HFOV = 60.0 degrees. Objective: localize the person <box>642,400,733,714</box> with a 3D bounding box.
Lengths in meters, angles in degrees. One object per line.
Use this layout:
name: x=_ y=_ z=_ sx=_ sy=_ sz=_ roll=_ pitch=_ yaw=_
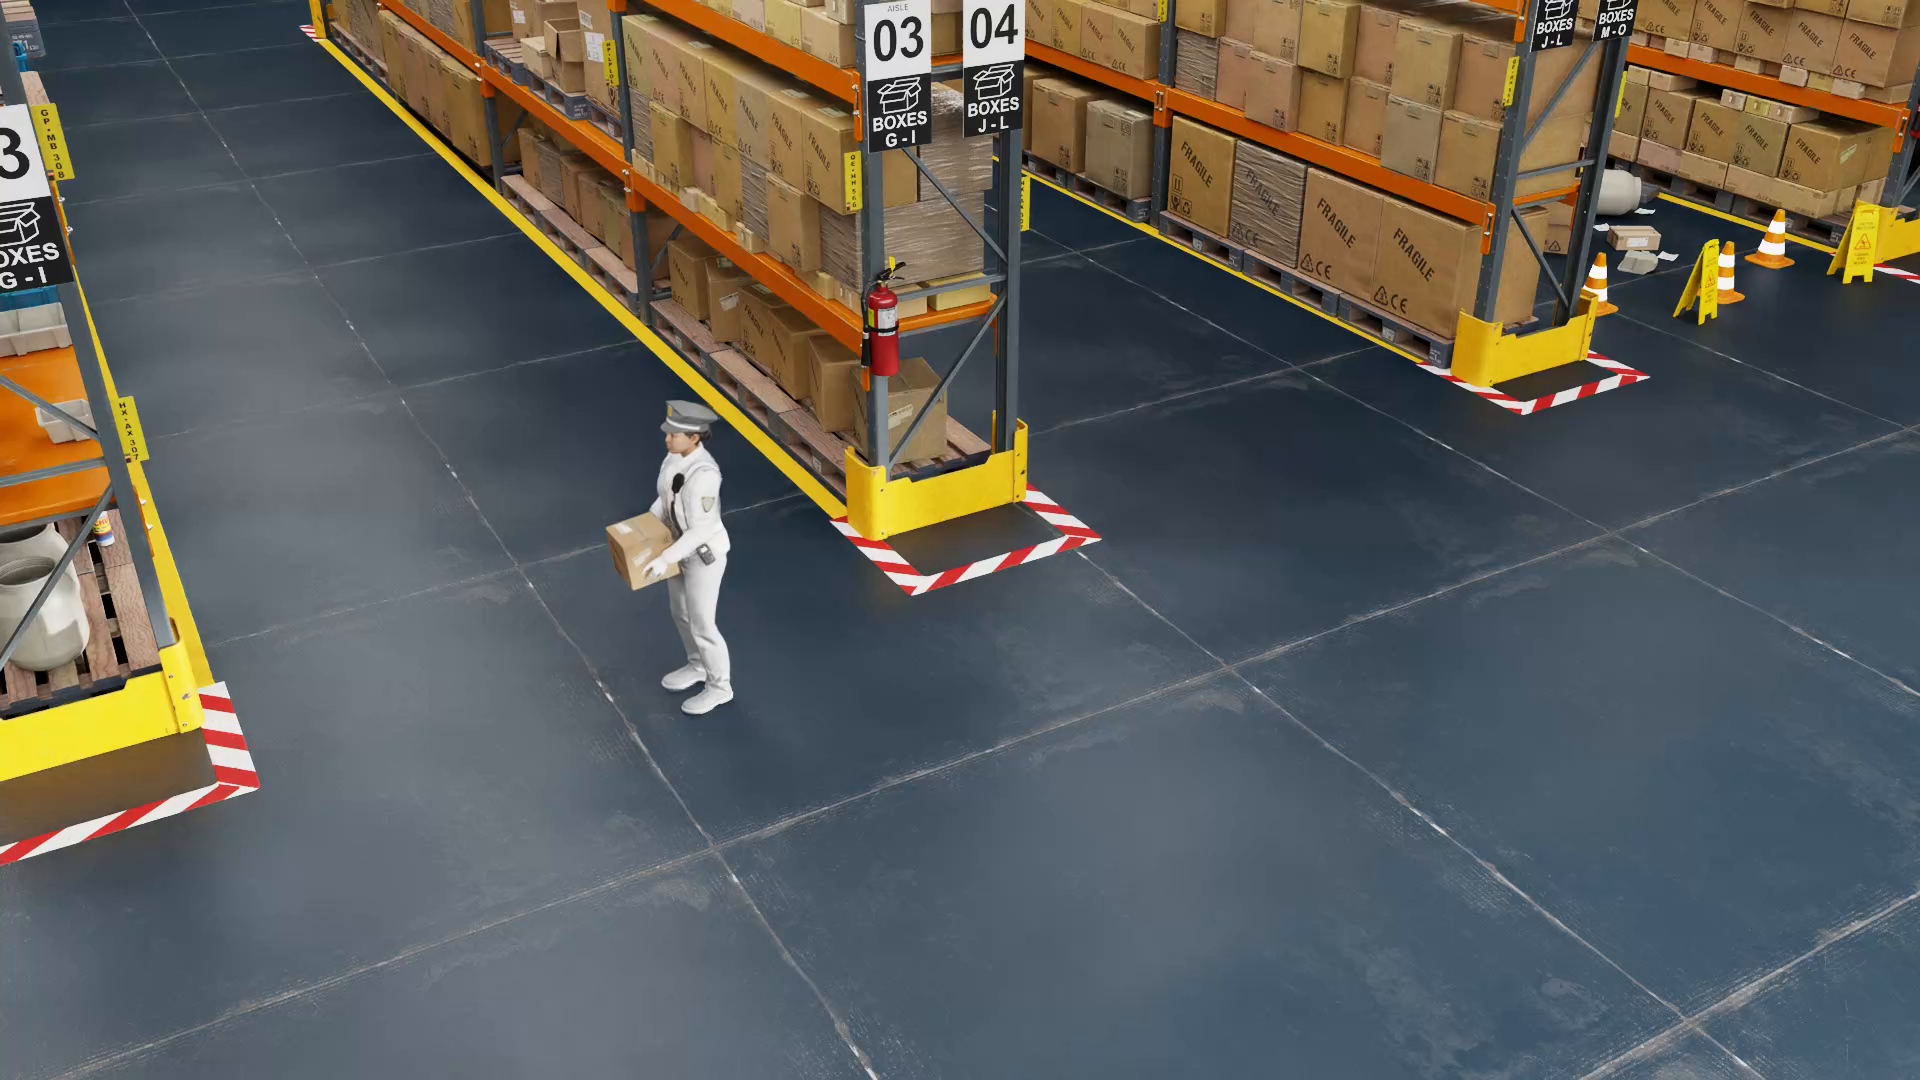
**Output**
person: x=-1.409 y=0.086 z=8.368 sx=0.489 sy=1.692 sz=0.489 roll=-16 pitch=33 yaw=-27
